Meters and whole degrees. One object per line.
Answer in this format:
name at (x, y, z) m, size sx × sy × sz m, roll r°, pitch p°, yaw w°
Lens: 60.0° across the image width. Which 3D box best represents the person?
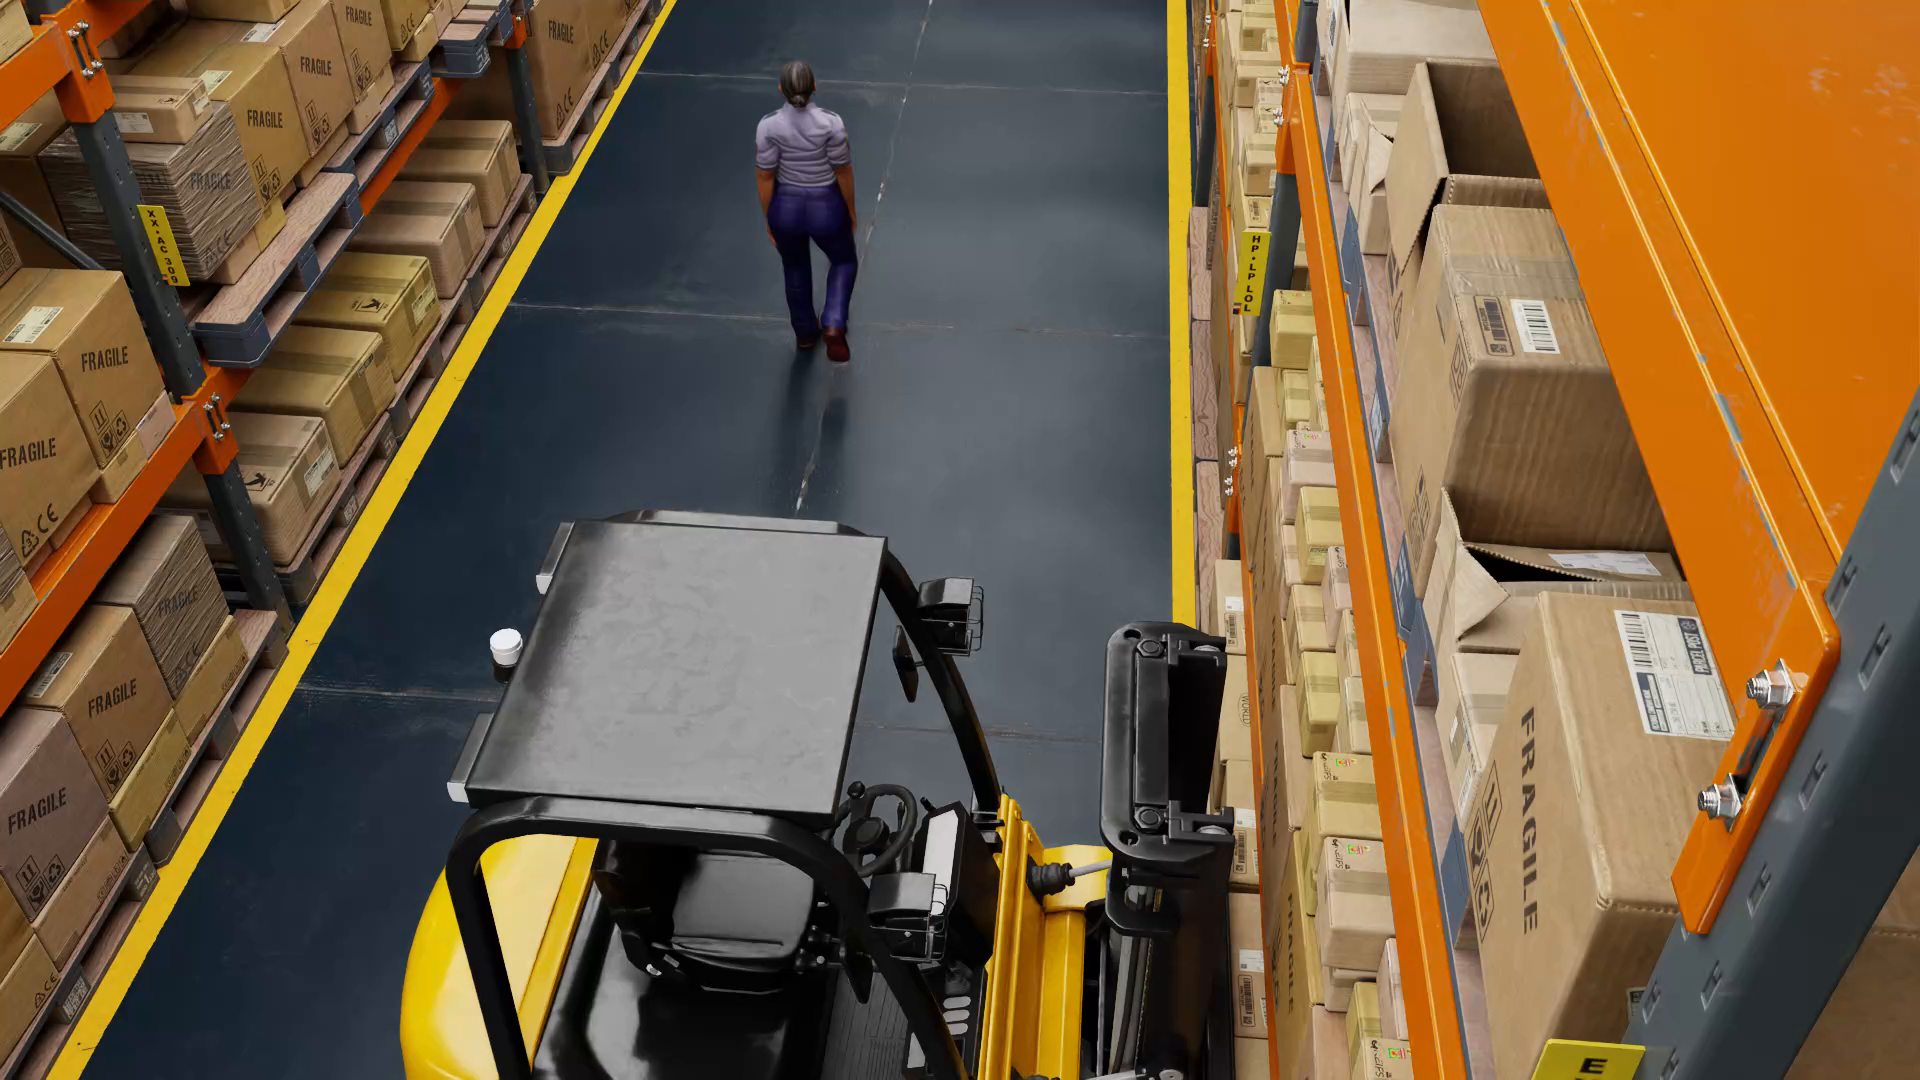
person at (-0.762, -1.631, 8.347) m, size 0.482 × 1.630 × 0.607 m, roll 0°, pitch 40°, yaw 1°
